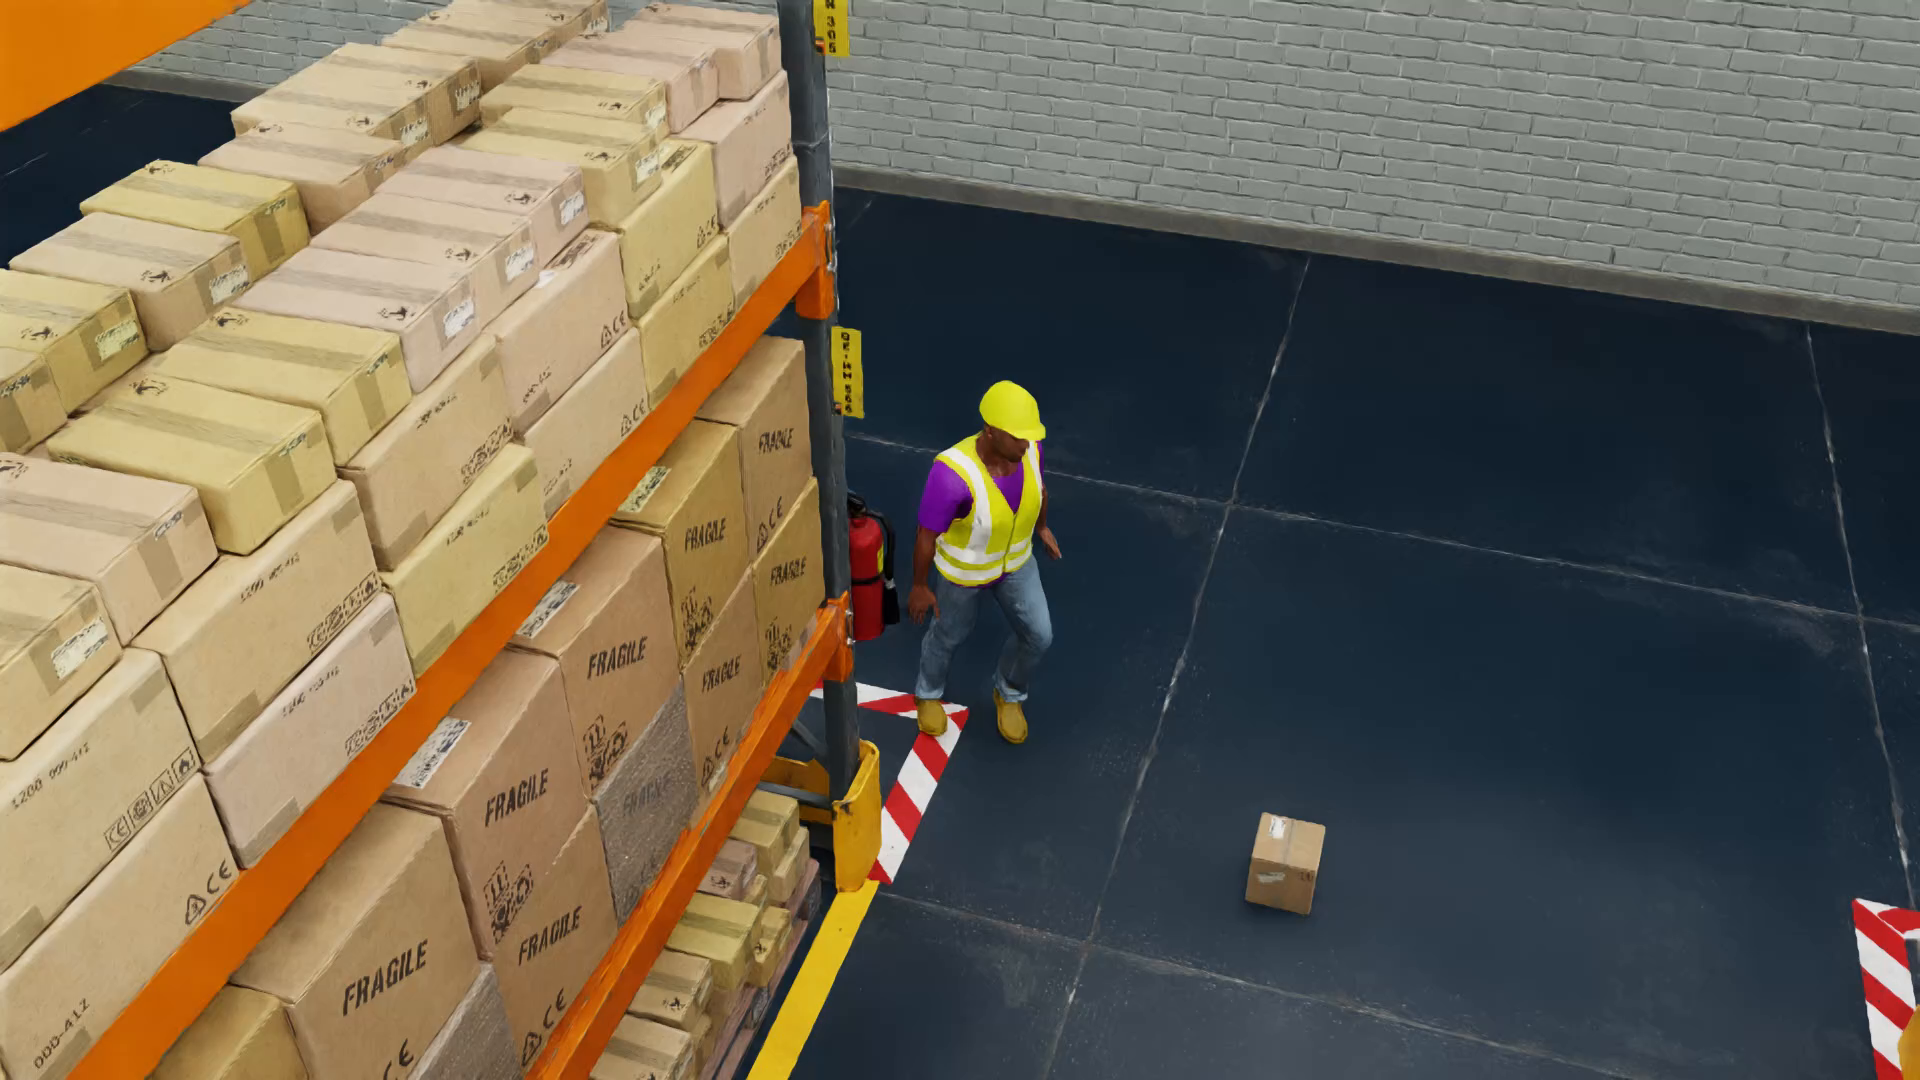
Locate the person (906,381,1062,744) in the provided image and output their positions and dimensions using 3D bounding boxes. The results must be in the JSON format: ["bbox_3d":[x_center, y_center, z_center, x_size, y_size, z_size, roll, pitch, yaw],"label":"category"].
[{"bbox_3d":[0.104,0.076,6.762,0.754,1.744,0.571,-23,42,-27],"label":"person"}]
